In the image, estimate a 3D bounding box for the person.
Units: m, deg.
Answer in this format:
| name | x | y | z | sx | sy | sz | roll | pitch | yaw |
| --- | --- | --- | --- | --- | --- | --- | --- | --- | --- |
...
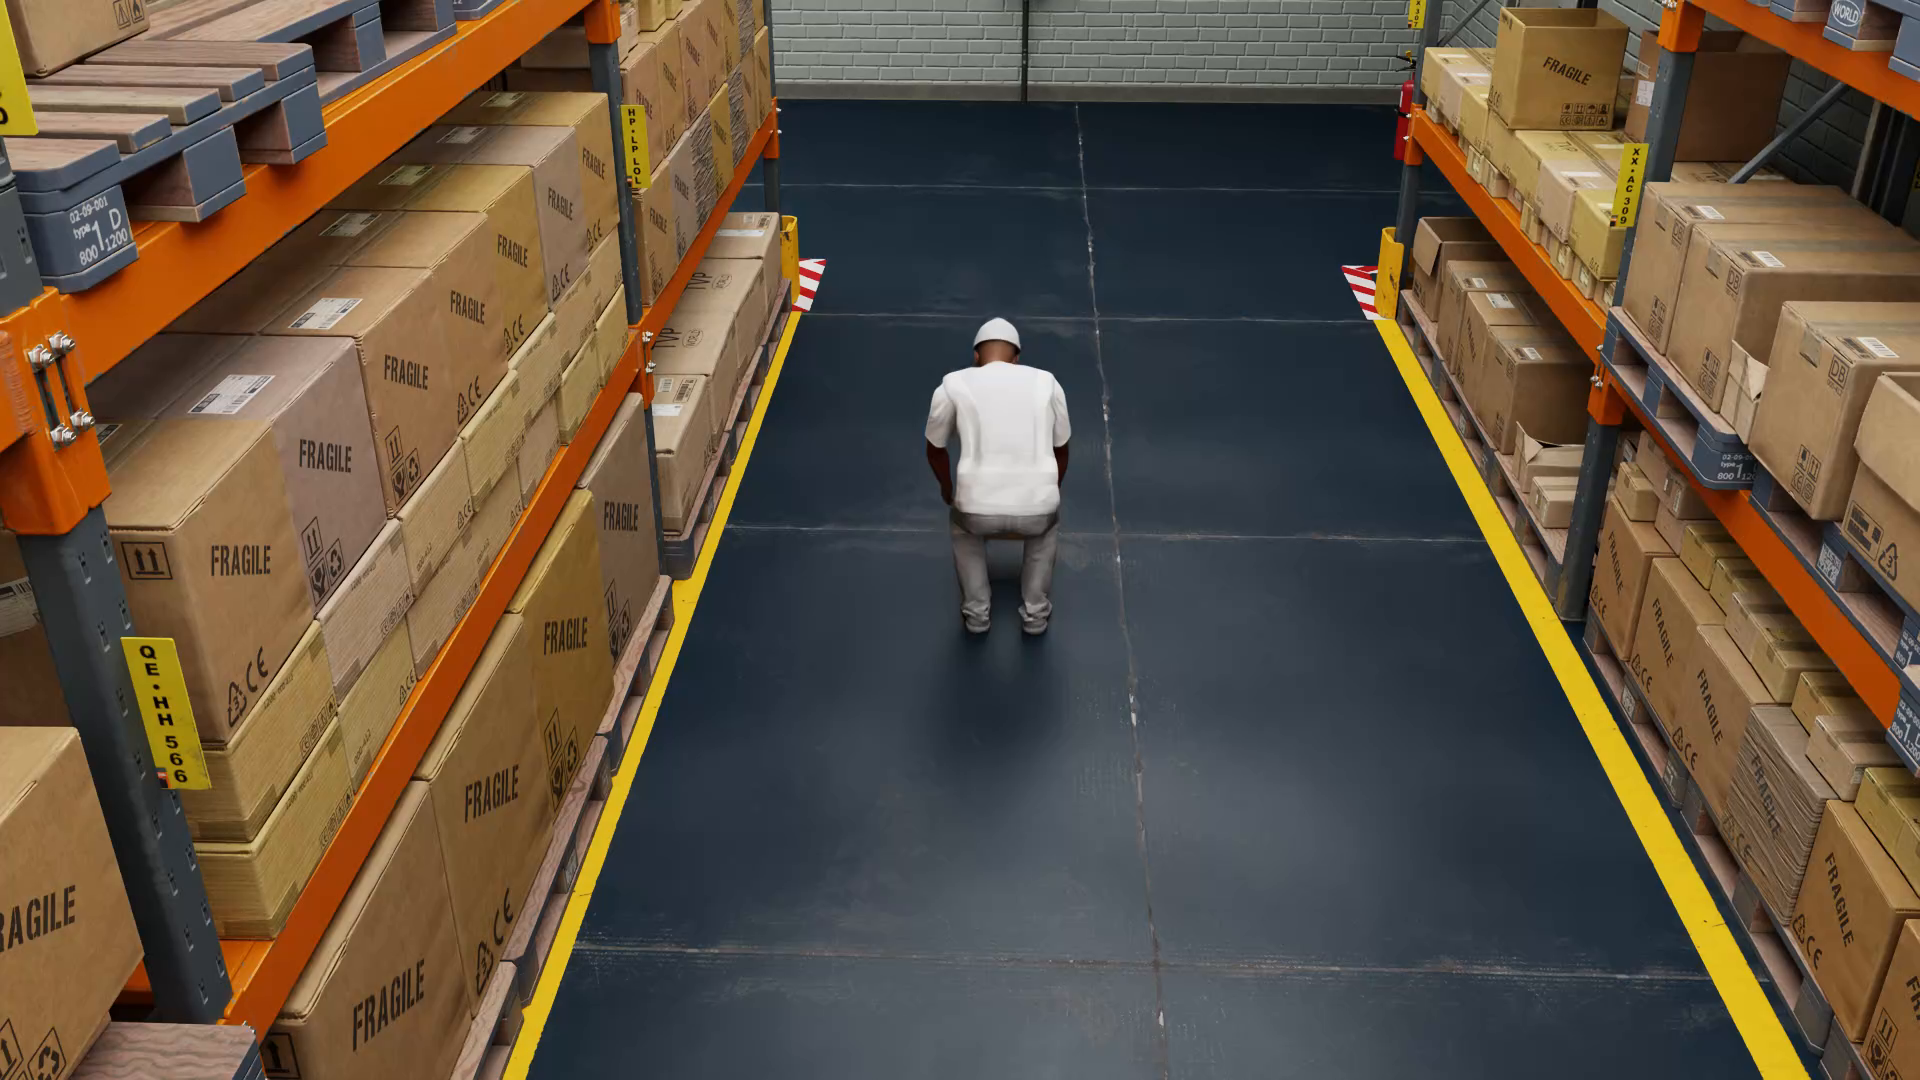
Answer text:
| name | x | y | z | sx | sy | sz | roll | pitch | yaw |
| --- | --- | --- | --- | --- | --- | --- | --- | --- | --- |
| person | 0.158 | -0.248 | 7.111 | 0.626 | 1.260 | 0.823 | 1 | 28 | 2 |
